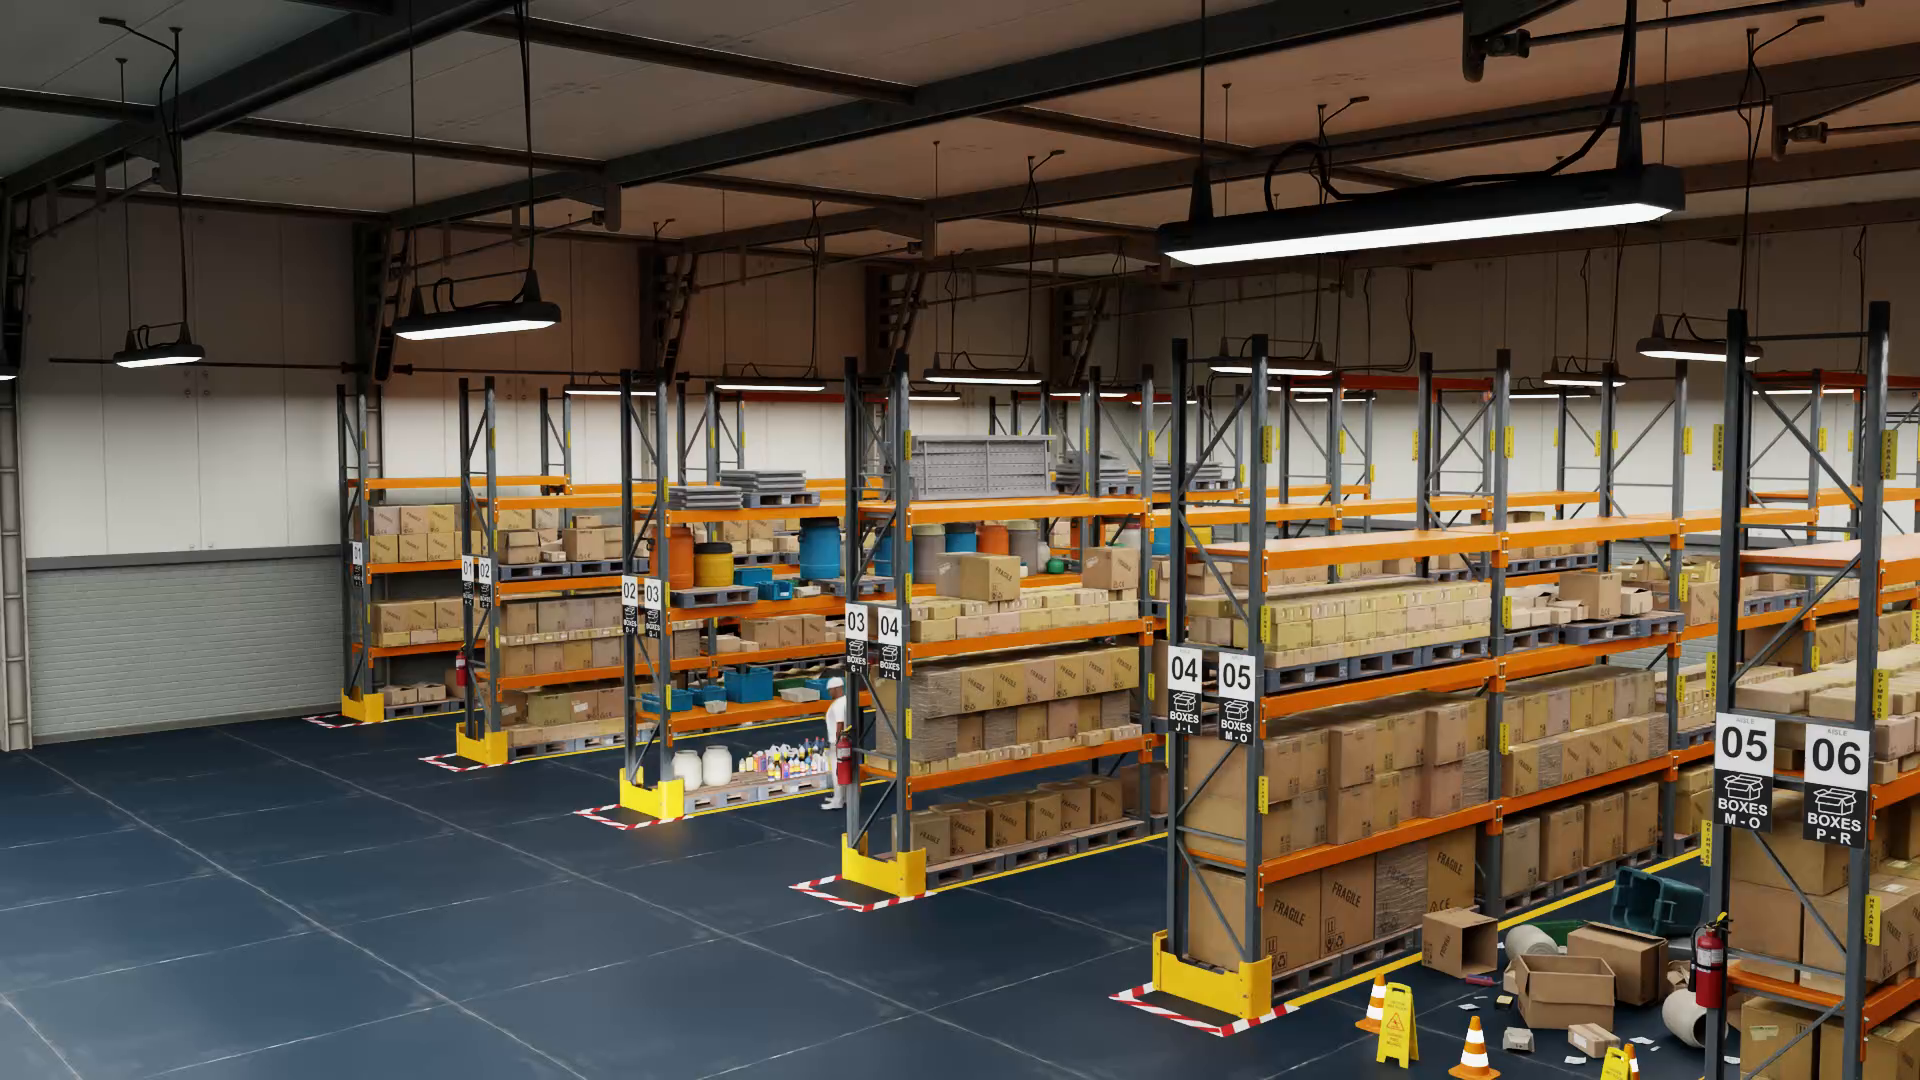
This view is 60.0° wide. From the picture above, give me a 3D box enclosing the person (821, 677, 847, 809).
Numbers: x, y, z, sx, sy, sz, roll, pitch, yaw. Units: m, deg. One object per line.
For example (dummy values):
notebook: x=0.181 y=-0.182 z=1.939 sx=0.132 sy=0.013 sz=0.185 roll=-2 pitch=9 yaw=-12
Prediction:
person: x=-1.691 y=2.771 z=22.898 sx=0.419 sy=1.764 sz=0.628 roll=1 pitch=4 yaw=10
